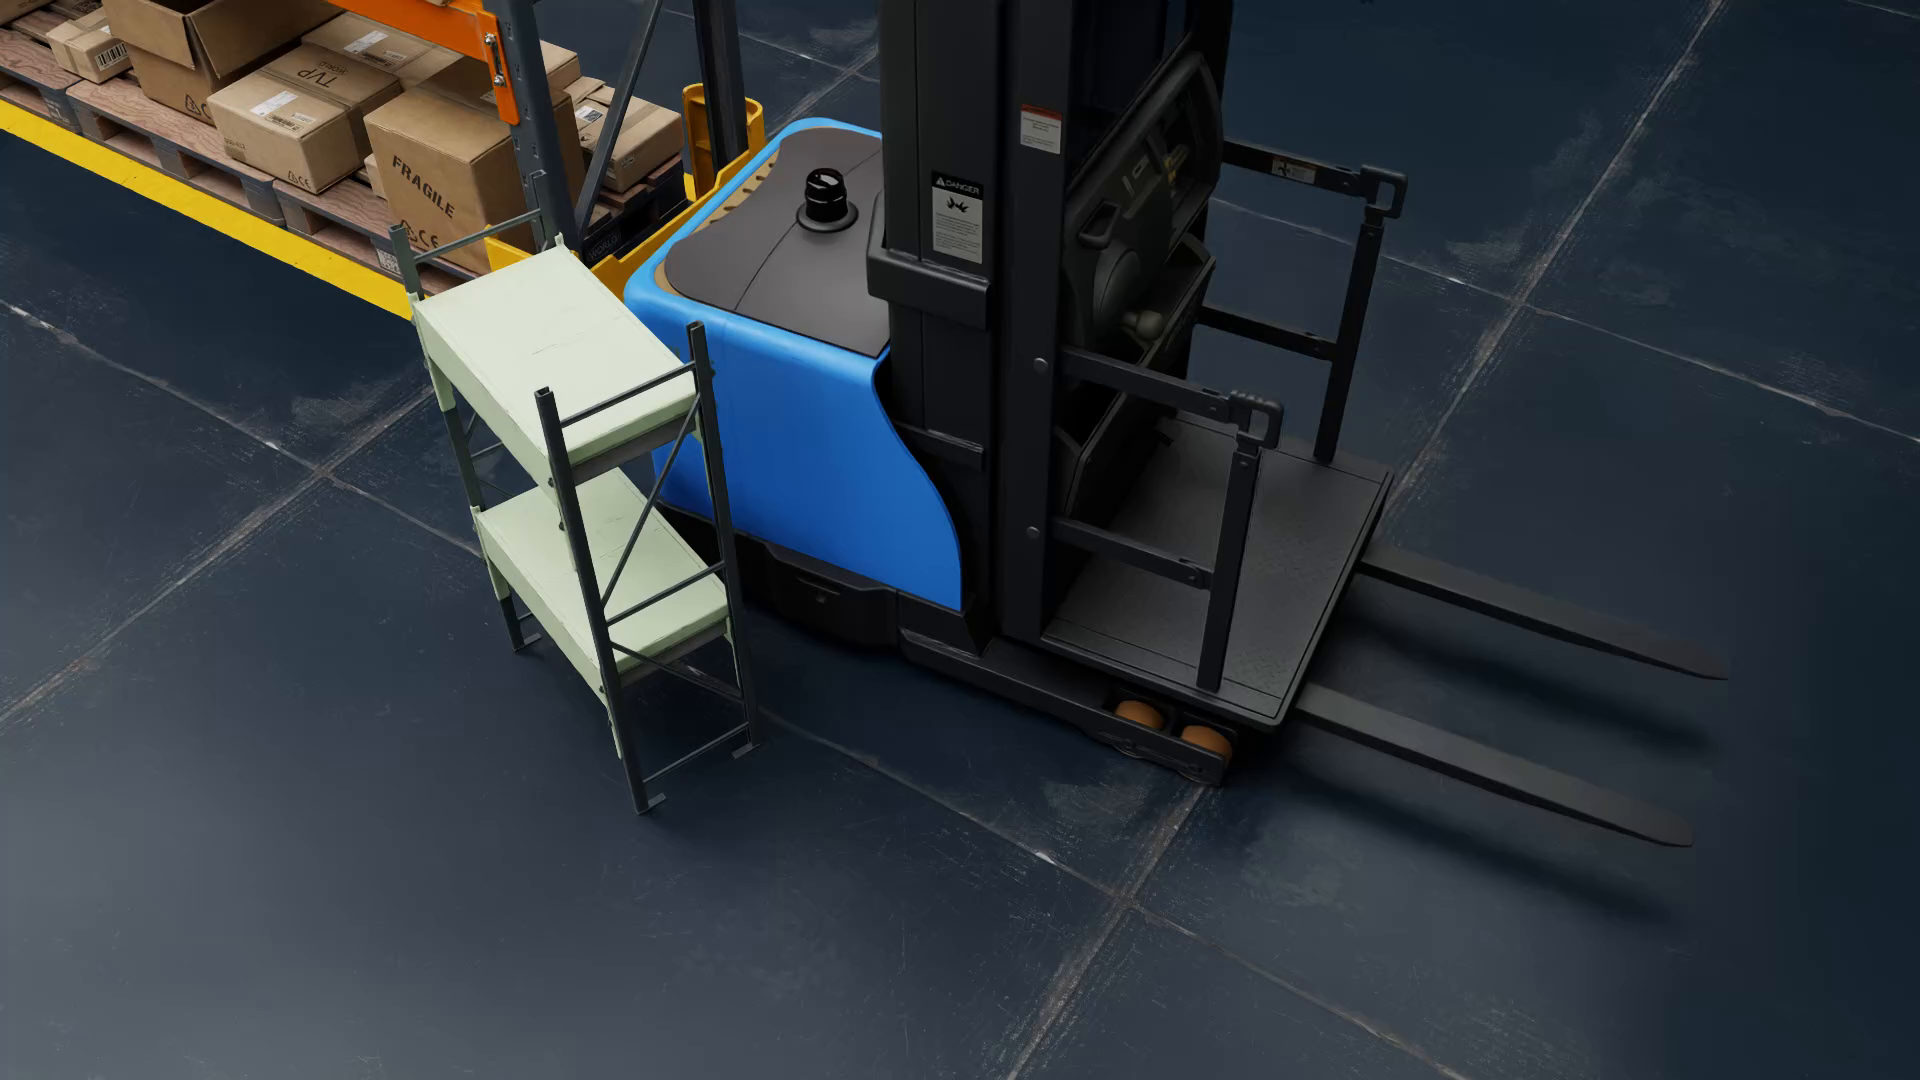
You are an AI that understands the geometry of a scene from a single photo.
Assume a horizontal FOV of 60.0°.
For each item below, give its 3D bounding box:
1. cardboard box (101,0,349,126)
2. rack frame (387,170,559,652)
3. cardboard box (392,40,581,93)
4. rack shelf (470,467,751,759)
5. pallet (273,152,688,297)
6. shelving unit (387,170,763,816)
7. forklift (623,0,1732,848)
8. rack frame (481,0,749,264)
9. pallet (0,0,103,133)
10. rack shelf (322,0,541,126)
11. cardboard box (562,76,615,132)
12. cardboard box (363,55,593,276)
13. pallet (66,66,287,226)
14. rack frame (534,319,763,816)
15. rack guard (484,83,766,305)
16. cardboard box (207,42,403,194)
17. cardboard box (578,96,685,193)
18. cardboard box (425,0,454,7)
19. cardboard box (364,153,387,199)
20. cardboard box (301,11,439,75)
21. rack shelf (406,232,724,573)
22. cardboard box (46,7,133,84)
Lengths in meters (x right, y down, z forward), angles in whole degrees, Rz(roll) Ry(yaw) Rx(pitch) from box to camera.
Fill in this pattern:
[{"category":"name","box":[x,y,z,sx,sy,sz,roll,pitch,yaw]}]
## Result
[{"category":"cardboard box","box":[-2.878,-2.079,6.613,0.637,0.503,0.797,25,51,22]},{"category":"rack frame","box":[-1.166,-0.283,4.479,0.400,1.500,0.023,-29,52,-25]},{"category":"cardboard box","box":[-1.820,-1.742,6.462,0.500,0.250,0.500,25,51,22]},{"category":"rack shelf","box":[-0.943,0.153,4.510,0.431,0.370,0.720,-29,52,-25]},{"category":"pallet","box":[-1.830,-1.337,6.403,1.213,0.211,1.003,25,51,22]},{"category":"shelving unit","box":[-0.943,-0.074,4.277,0.431,1.500,0.755,-29,52,-25]},{"category":"forklift","box":[0.635,-0.789,3.973,3.031,2.935,1.130,20,49,18]},{"category":"rack frame","box":[-1.095,-1.972,5.074,0.127,3.000,1.000,25,51,22]},{"category":"pallet","box":[-3.884,-2.282,7.321,1.213,0.211,1.003,25,51,22]},{"category":"rack shelf","box":[-2.778,-2.495,6.085,4.000,0.370,1.077,25,51,22]},{"category":"cardboard box","box":[-1.472,-1.604,6.386,0.250,0.166,0.380,25,51,22]},{"category":"cardboard box","box":[-1.685,-1.316,5.873,0.500,0.500,0.500,25,51,22]},{"category":"pallet","box":[-2.853,-1.810,6.862,1.213,0.211,1.003,25,51,22]},{"category":"rack frame","box":[-0.721,0.134,4.074,0.400,1.500,0.023,-29,52,-25]},{"category":"rack guard","box":[-1.159,-1.130,6.000,0.348,0.500,1.175,25,51,22]},{"category":"cardboard box","box":[-2.469,-1.615,6.338,0.500,0.250,0.500,25,51,22]},{"category":"cardboard box","box":[-1.262,-1.501,6.298,0.250,0.149,0.380,25,51,22]},{"category":"cardboard box","box":[-1.619,-2.016,5.047,0.500,0.500,0.500,26,51,23]},{"category":"cardboard box","box":[-1.978,-1.411,6.198,0.250,0.166,0.380,25,51,22]},{"category":"cardboard box","box":[-2.241,-1.936,6.650,0.500,0.250,0.500,25,51,22]},{"category":"rack shelf","box":[-0.944,-0.346,3.997,0.431,0.370,0.720,-29,52,-25]},{"category":"cardboard box","box":[-3.492,-2.064,6.833,0.250,0.166,0.380,25,51,22]}]
